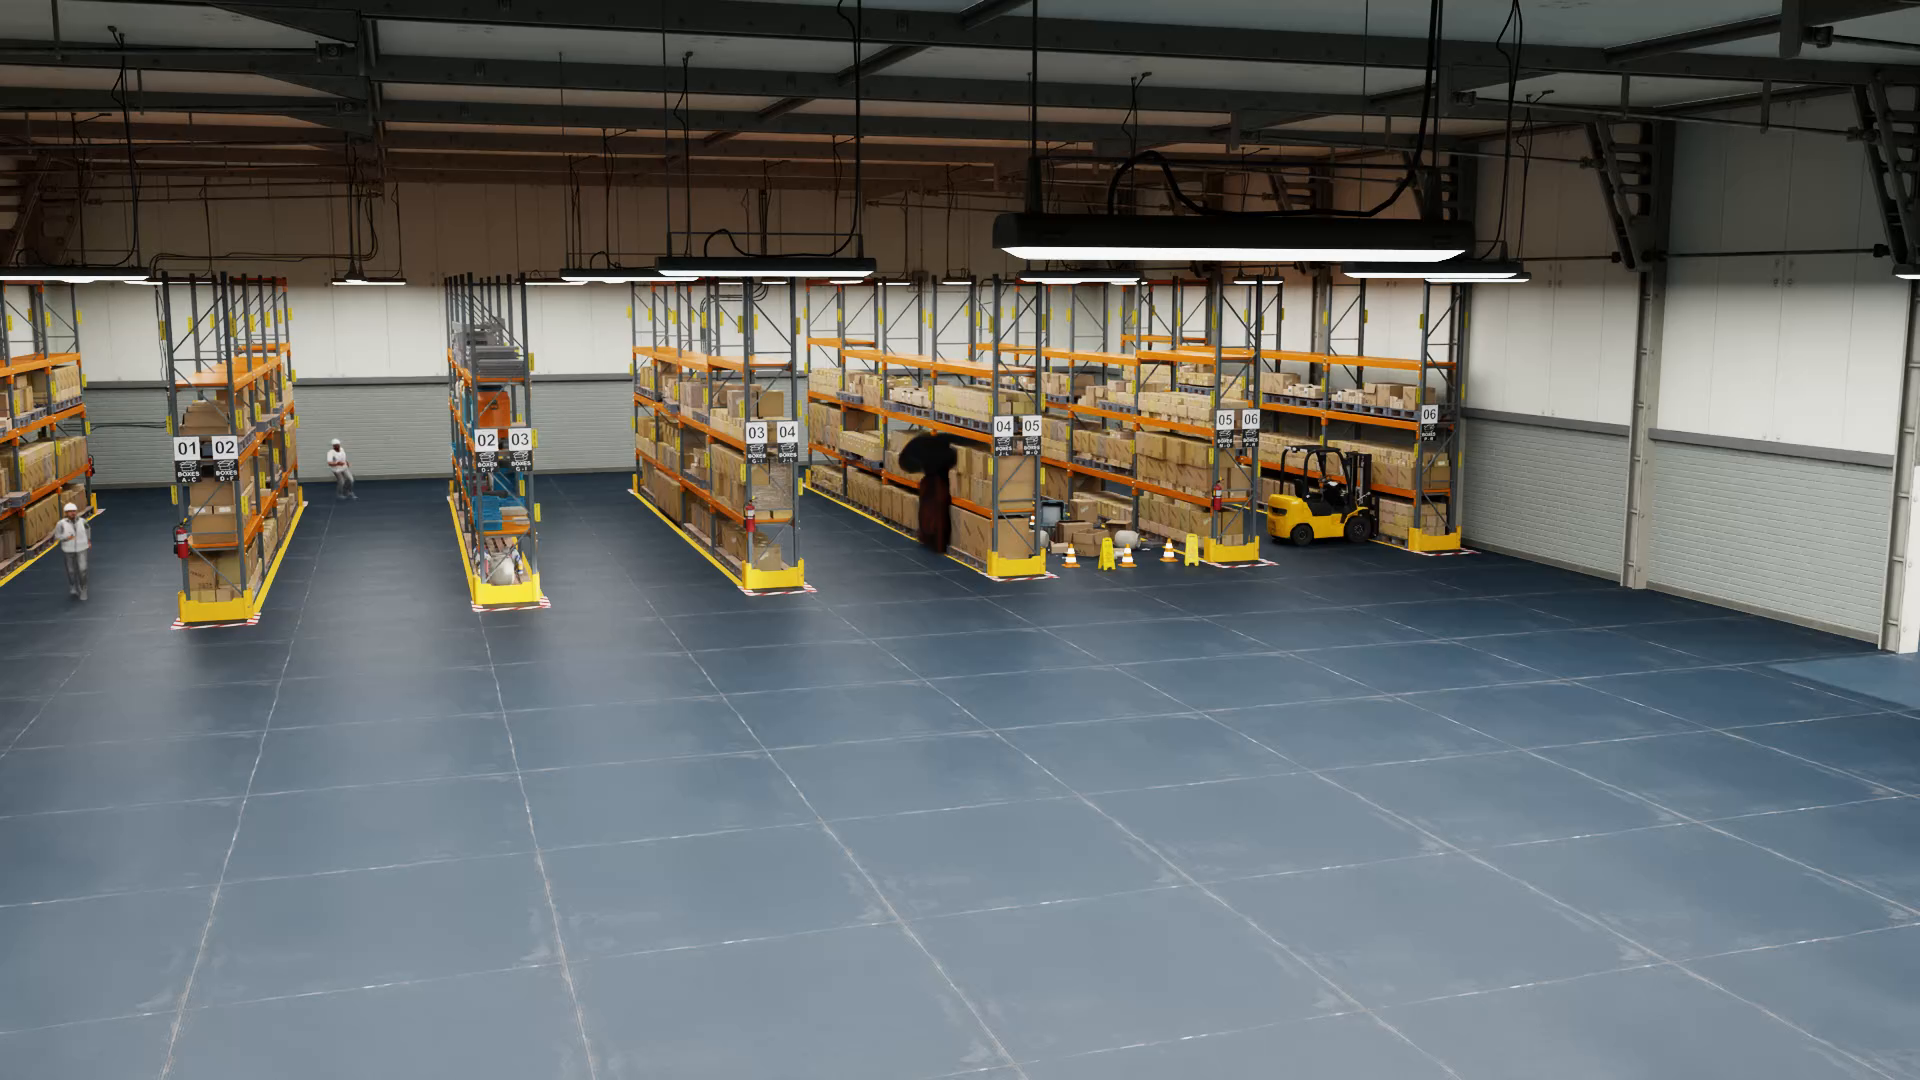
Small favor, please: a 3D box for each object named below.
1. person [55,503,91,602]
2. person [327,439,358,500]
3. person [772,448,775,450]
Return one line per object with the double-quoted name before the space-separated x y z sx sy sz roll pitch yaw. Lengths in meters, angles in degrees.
"person" -16.393 0.218 30.775 0.598 1.833 0.852 -5 10 -30
"person" -16.749 -1.905 44.996 0.744 1.699 0.846 5 10 28
"person" -5.630 -2.455 48.936 0.682 1.678 0.988 -1 9 -4
